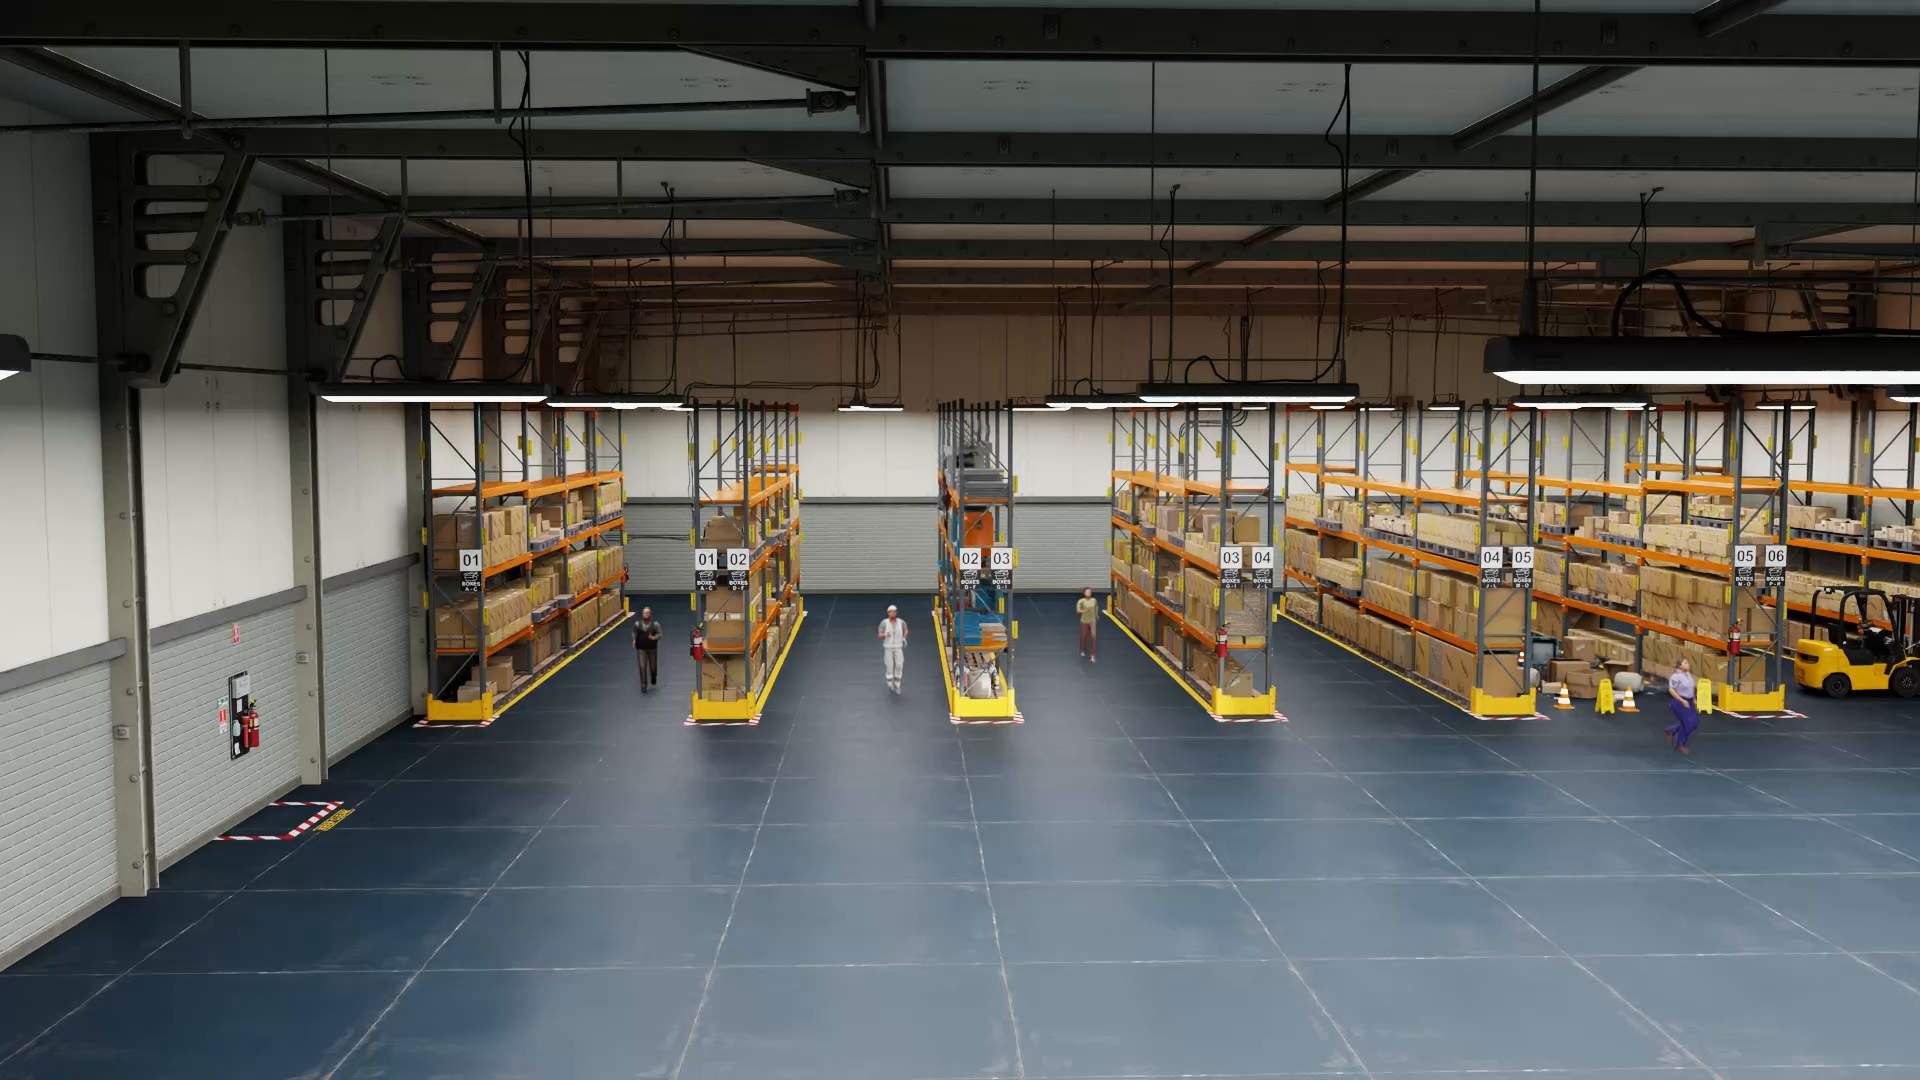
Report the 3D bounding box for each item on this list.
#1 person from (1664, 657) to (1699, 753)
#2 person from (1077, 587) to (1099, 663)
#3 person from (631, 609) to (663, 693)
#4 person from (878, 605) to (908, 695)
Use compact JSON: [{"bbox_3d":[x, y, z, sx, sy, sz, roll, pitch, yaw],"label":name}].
[{"bbox_3d":[12.219,2.789,28.209,0.603,1.617,0.541,-4,6,-42],"label":"person"},{"bbox_3d":[2.965,1.943,38.624,0.554,1.711,0.844,-1,4,-7],"label":"person"},{"bbox_3d":[-6.460,2.262,34.295,0.667,1.699,0.915,0,4,-6],"label":"person"},{"bbox_3d":[-1.358,2.252,33.989,0.630,1.832,0.708,-1,4,-7],"label":"person"}]
